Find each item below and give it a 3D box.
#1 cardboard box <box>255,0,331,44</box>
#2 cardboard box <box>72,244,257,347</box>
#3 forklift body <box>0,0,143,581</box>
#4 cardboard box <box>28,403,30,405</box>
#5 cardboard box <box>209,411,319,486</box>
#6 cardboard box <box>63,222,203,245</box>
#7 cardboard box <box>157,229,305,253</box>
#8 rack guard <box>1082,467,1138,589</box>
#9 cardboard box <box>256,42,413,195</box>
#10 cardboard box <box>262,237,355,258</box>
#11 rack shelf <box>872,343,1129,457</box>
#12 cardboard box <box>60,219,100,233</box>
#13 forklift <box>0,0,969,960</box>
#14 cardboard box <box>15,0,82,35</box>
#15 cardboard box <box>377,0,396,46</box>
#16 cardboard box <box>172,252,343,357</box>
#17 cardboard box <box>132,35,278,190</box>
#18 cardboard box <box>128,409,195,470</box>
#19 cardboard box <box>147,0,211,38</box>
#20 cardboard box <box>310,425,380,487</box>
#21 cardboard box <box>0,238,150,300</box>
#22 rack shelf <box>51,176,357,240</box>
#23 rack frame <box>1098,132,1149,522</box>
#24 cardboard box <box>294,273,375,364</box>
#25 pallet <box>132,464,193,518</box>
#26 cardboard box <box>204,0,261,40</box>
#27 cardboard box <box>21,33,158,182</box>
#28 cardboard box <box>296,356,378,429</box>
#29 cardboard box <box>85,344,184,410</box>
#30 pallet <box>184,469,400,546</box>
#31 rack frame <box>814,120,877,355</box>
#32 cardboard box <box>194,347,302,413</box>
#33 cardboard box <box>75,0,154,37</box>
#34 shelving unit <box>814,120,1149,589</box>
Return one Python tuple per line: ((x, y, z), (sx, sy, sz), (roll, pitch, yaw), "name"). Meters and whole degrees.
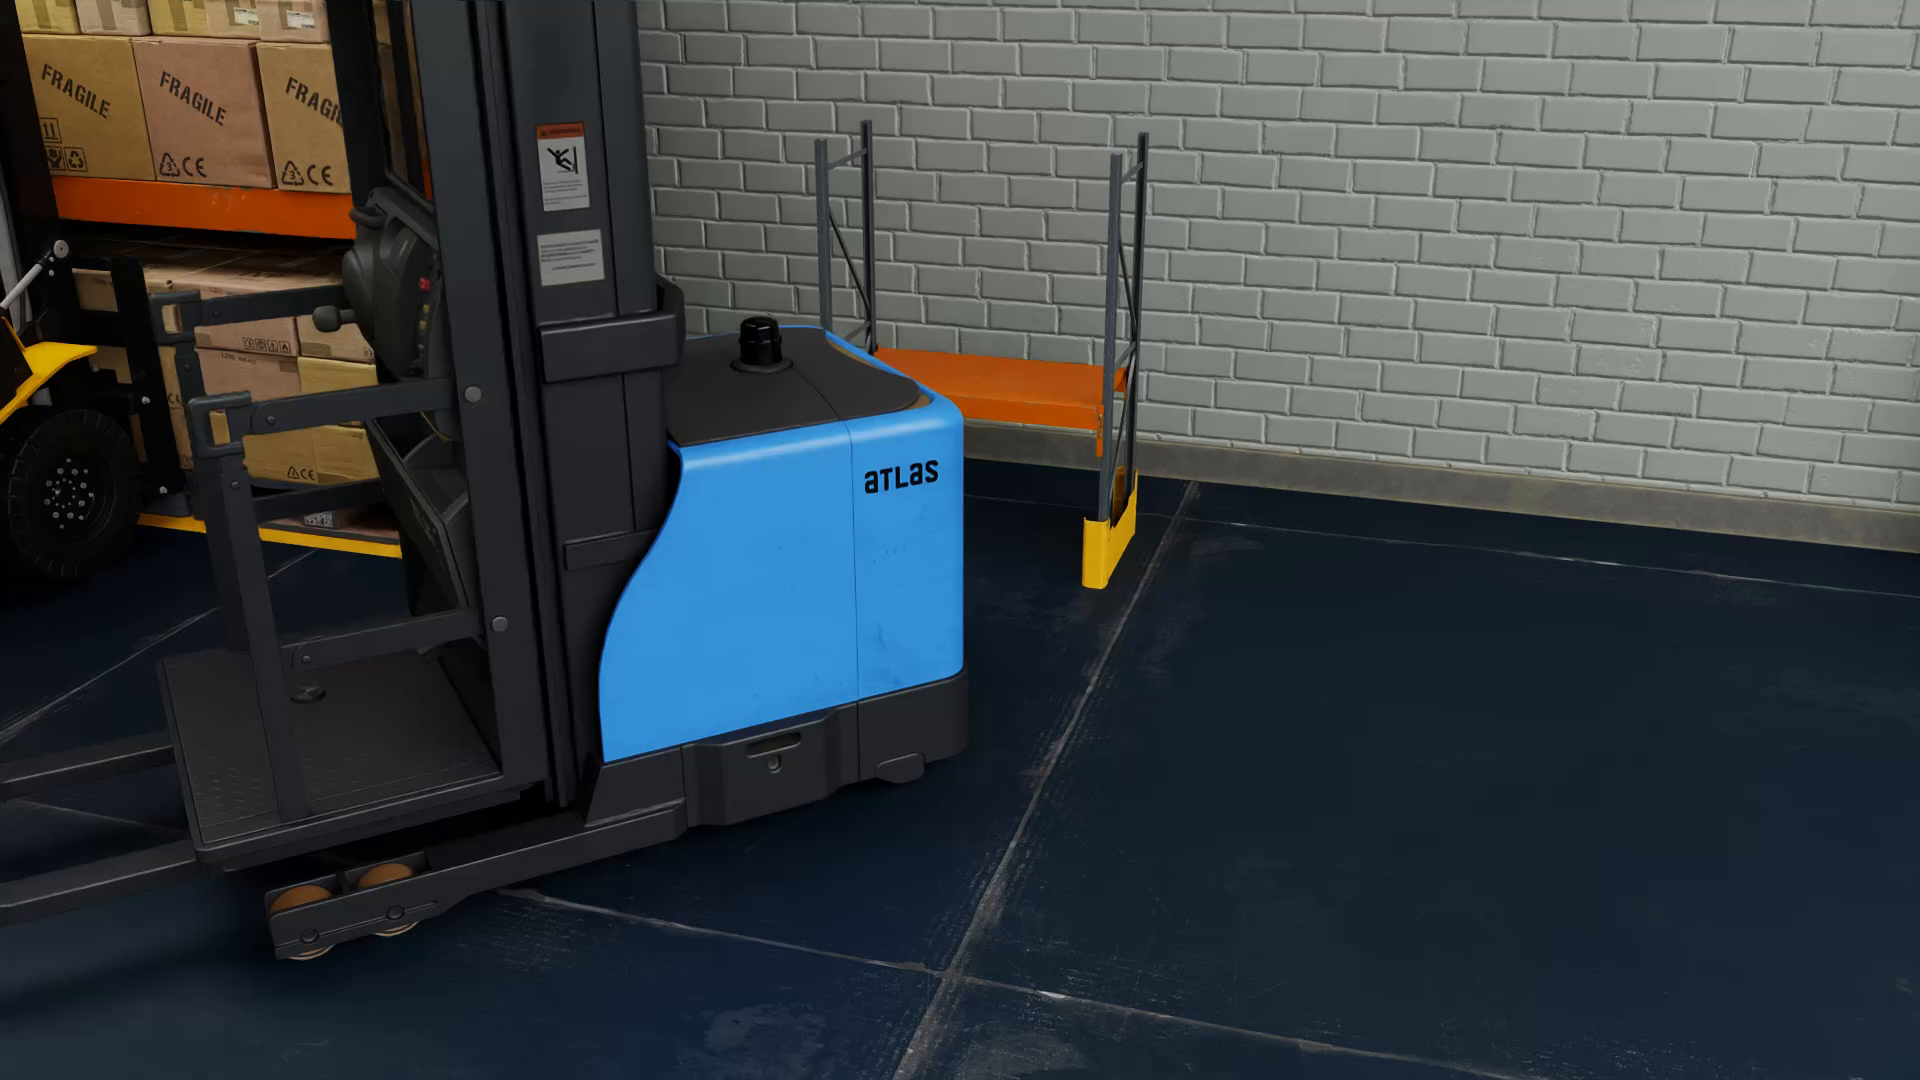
((-2.203, -1.815, 5.756), (0.250, 0.149, 0.380), (7, 23, 16), "cardboard box")
((-3.044, -0.943, 6.368), (0.500, 0.250, 0.500), (7, 23, 16), "cardboard box")
((-3.879, -0.668, 5.064), (1.214, 2.155, 2.313), (7, 23, 16), "forklift body")
((-3.531, -0.539, 6.701), (0.500, 0.250, 0.500), (7, 23, 17), "cardboard box")
((-2.551, -0.432, 6.441), (0.500, 0.250, 0.500), (7, 23, 15), "cardboard box")
((-3.386, -1.192, 6.977), (0.500, 0.250, 0.500), (6, 23, 14), "cardboard box")
((-2.897, -1.134, 6.834), (0.500, 0.250, 0.500), (6, 23, 15), "cardboard box")
((0.550, -0.053, 6.069), (0.087, 0.250, 0.587), (7, 23, 16), "rack guard")
((-2.084, -1.520, 5.892), (0.500, 0.500, 0.500), (6, 23, 14), "cardboard box")
((-2.422, -1.075, 6.690), (0.500, 0.250, 0.500), (7, 23, 16), "cardboard box")
((0.082, -0.518, 6.031), (1.000, 0.185, 0.538), (7, 23, 16), "rack shelf")
((-3.870, -1.244, 7.104), (0.500, 0.250, 0.500), (7, 23, 16), "cardboard box")
((-1.520, -0.606, 3.885), (3.031, 2.935, 1.130), (-12, 25, -26), "forklift")
((-3.185, -1.930, 6.035), (0.250, 0.149, 0.380), (7, 23, 16), "cardboard box")
((-1.950, -1.798, 5.714), (0.250, 0.149, 0.380), (7, 23, 16), "cardboard box")
((-2.558, -0.891, 6.242), (0.500, 0.250, 0.500), (7, 23, 16), "cardboard box")
((-2.578, -1.580, 6.038), (0.500, 0.500, 0.500), (7, 23, 17), "cardboard box")
((-3.028, -0.490, 6.582), (0.500, 0.250, 0.500), (7, 23, 16), "cardboard box")
((-2.668, -1.897, 5.956), (0.250, 0.149, 0.380), (6, 23, 15), "cardboard box")
((-2.078, -0.374, 6.299), (0.500, 0.250, 0.500), (7, 23, 16), "cardboard box")
((-3.527, -1.001, 6.510), (0.500, 0.250, 0.500), (6, 23, 14), "cardboard box")
((-3.452, -1.402, 6.683), (4.000, 0.370, 1.077), (7, 23, 16), "rack shelf")
((0.568, -0.629, 5.827), (0.032, 1.500, 0.500), (7, 23, 16), "rack frame")
((-2.068, -0.837, 6.111), (0.500, 0.250, 0.500), (7, 23, 17), "cardboard box")
((-3.445, -0.428, 7.036), (1.213, 0.211, 1.003), (7, 23, 15), "pallet")
((-2.434, -1.866, 5.880), (0.250, 0.149, 0.380), (7, 23, 17), "cardboard box")
((-3.069, -1.636, 6.175), (0.500, 0.500, 0.500), (6, 23, 14), "cardboard box")
((-2.093, -0.609, 6.212), (0.500, 0.250, 0.500), (6, 23, 15), "cardboard box")
((-3.071, -0.716, 6.475), (0.500, 0.250, 0.500), (6, 23, 14), "cardboard box")
((-2.281, -0.294, 6.708), (1.213, 0.211, 1.003), (7, 23, 16), "pallet")
((-0.405, -0.740, 6.098), (0.032, 1.500, 0.500), (7, 23, 16), "rack frame")
((-2.570, -0.667, 6.356), (0.500, 0.250, 0.500), (6, 23, 15), "cardboard box")
((-2.937, -1.909, 5.985), (0.250, 0.149, 0.380), (6, 23, 14), "cardboard box")
((0.073, -0.686, 5.965), (1.083, 1.500, 0.587), (7, 23, 16), "shelving unit")
